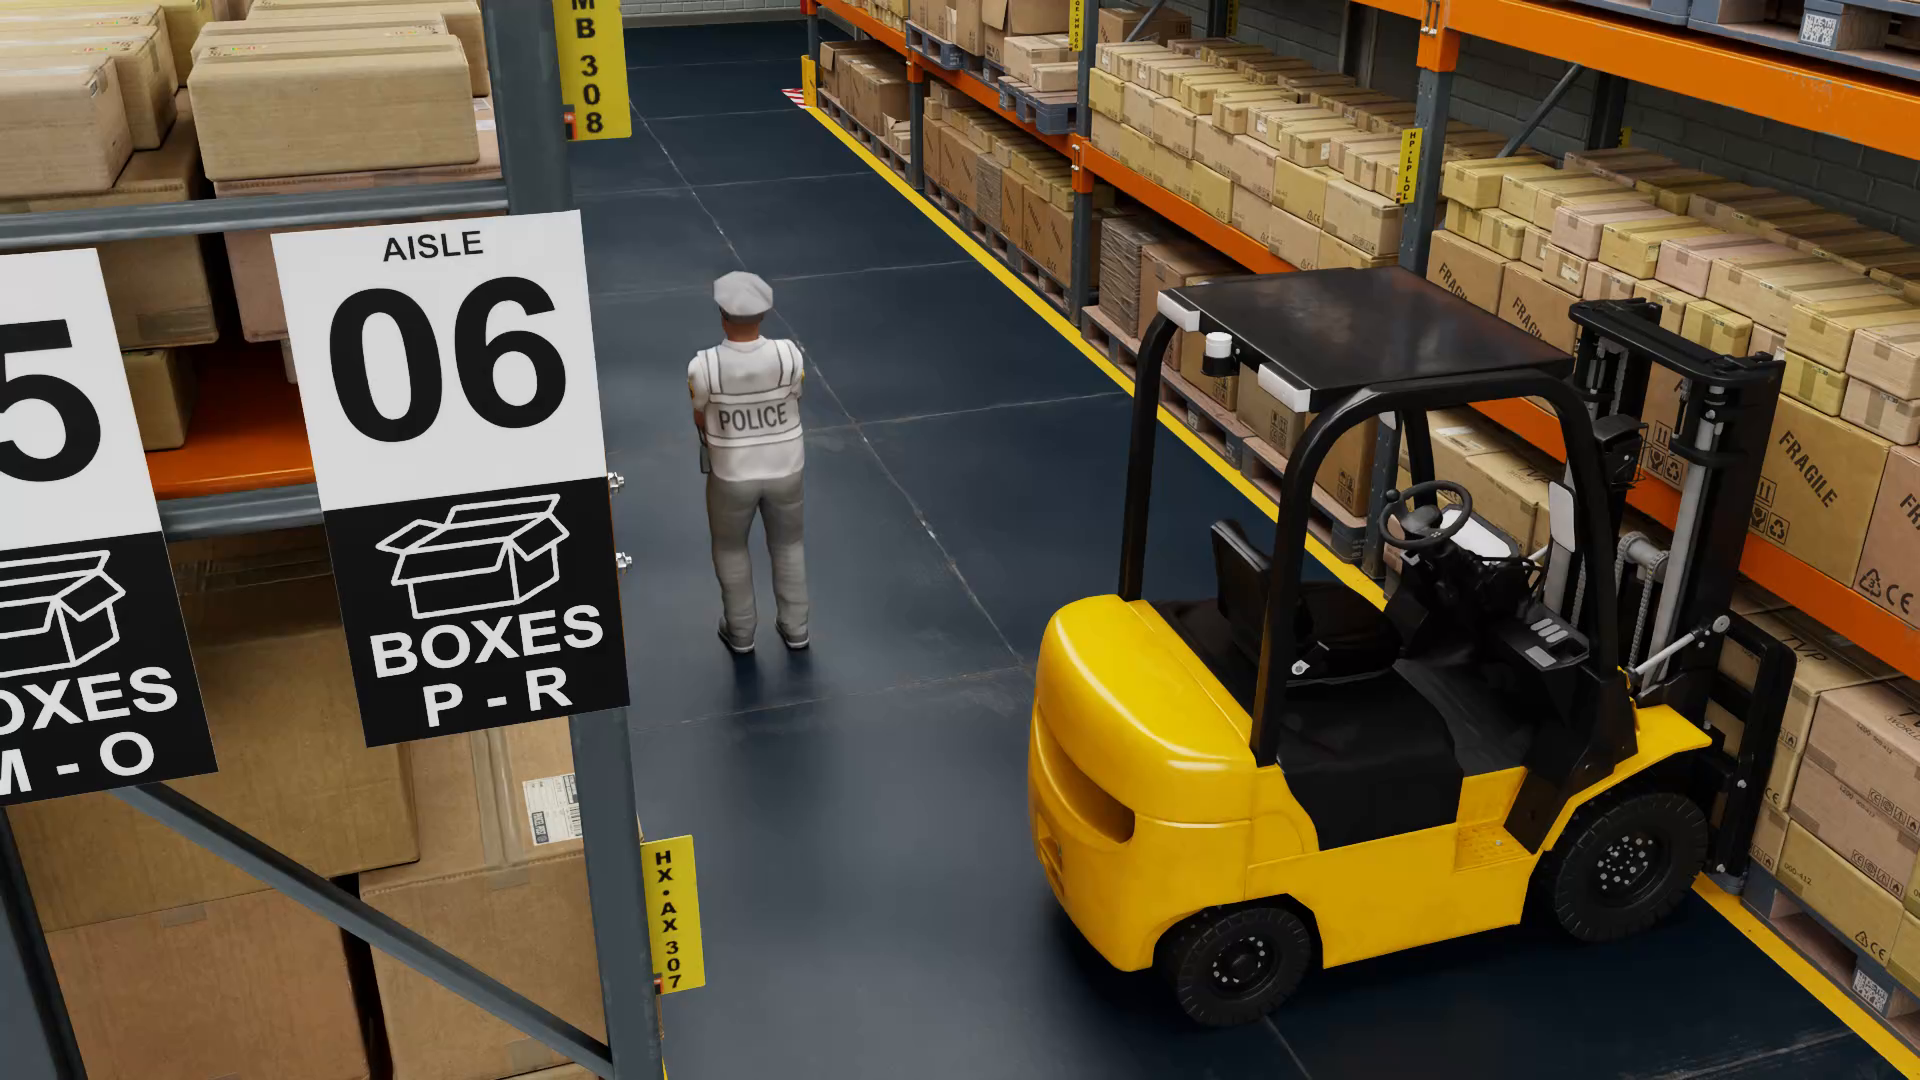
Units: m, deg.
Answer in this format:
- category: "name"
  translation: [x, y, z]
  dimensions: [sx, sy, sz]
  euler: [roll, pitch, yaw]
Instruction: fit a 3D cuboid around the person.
- category: "person"
  translation: [-0.936, -0.348, 7.297]
  dimensions: [0.494, 1.763, 0.564]
  euler: [-9, 27, -17]
